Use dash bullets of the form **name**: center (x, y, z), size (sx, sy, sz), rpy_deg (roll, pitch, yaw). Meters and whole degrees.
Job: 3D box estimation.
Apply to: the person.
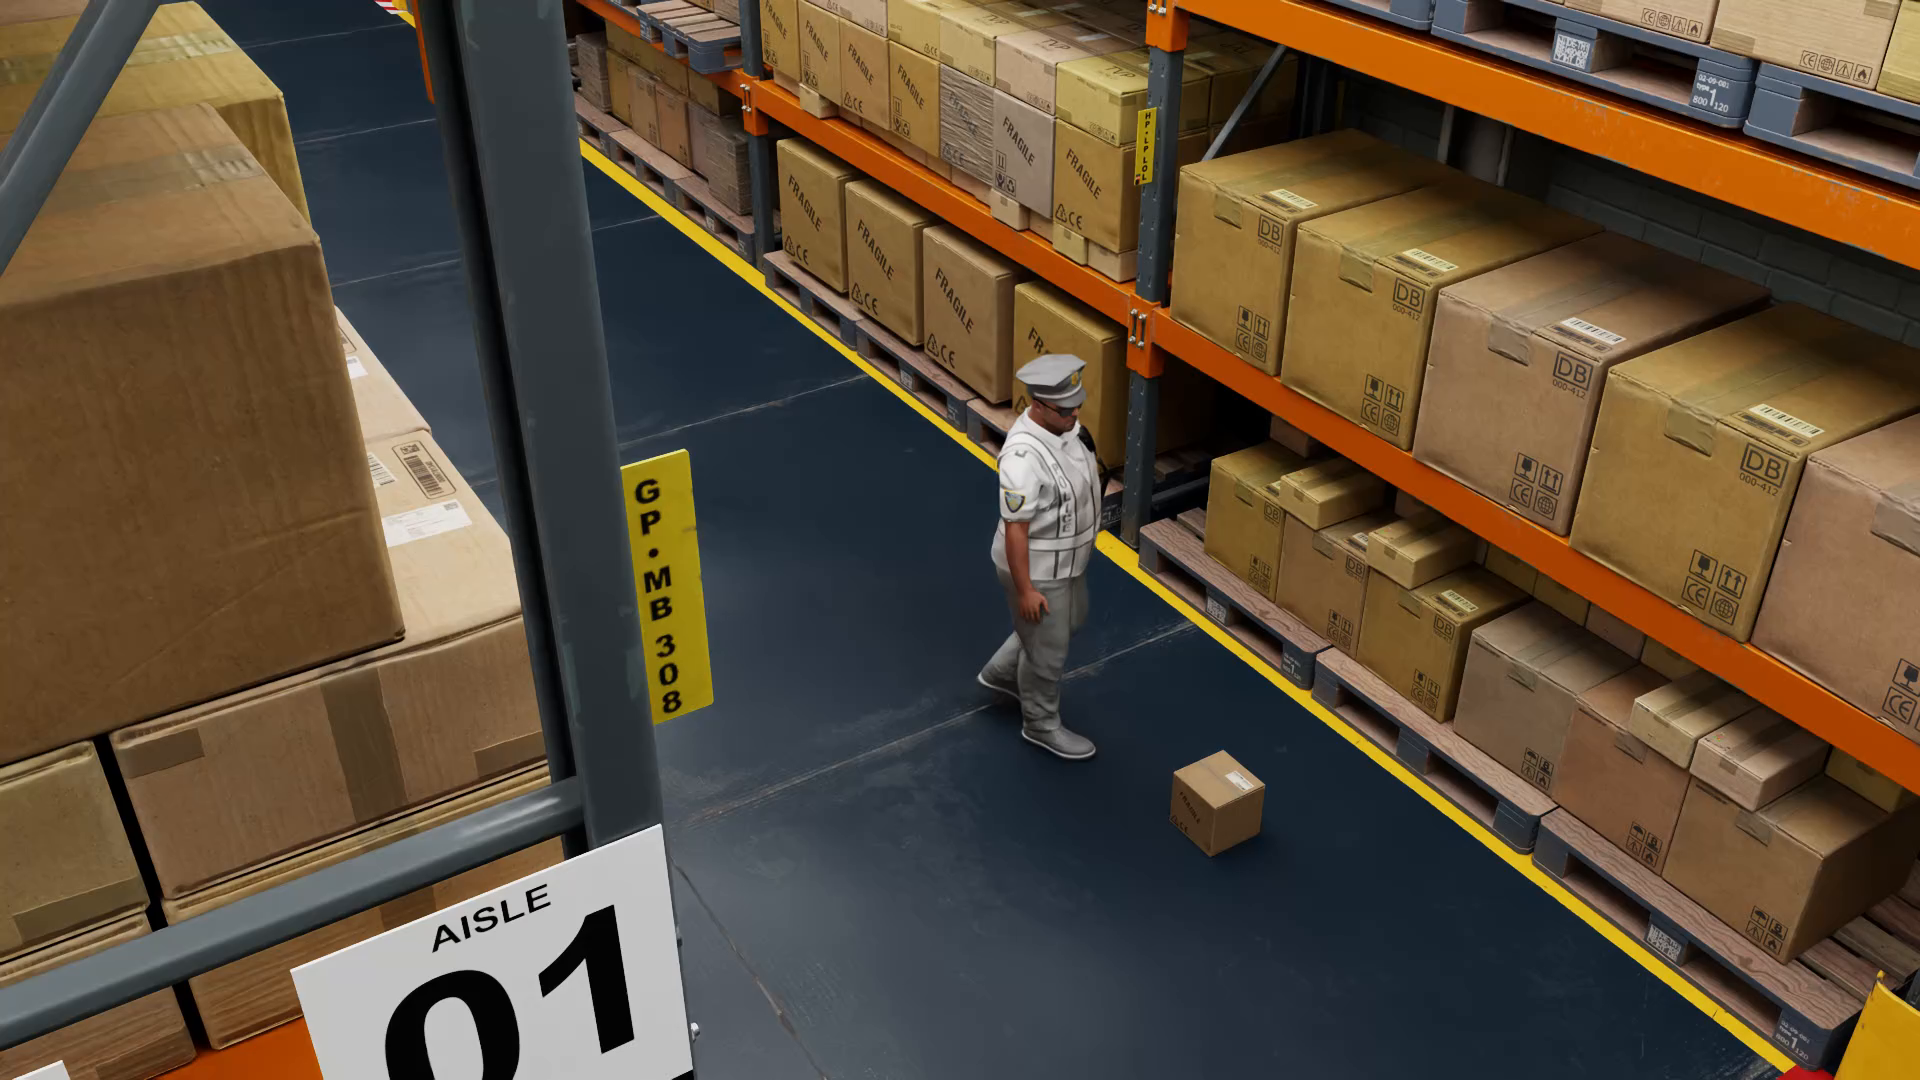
- **person**: center (0.309, 0.065, 6.525), size (0.584, 1.747, 0.549), rpy_deg (12, 34, 18)
